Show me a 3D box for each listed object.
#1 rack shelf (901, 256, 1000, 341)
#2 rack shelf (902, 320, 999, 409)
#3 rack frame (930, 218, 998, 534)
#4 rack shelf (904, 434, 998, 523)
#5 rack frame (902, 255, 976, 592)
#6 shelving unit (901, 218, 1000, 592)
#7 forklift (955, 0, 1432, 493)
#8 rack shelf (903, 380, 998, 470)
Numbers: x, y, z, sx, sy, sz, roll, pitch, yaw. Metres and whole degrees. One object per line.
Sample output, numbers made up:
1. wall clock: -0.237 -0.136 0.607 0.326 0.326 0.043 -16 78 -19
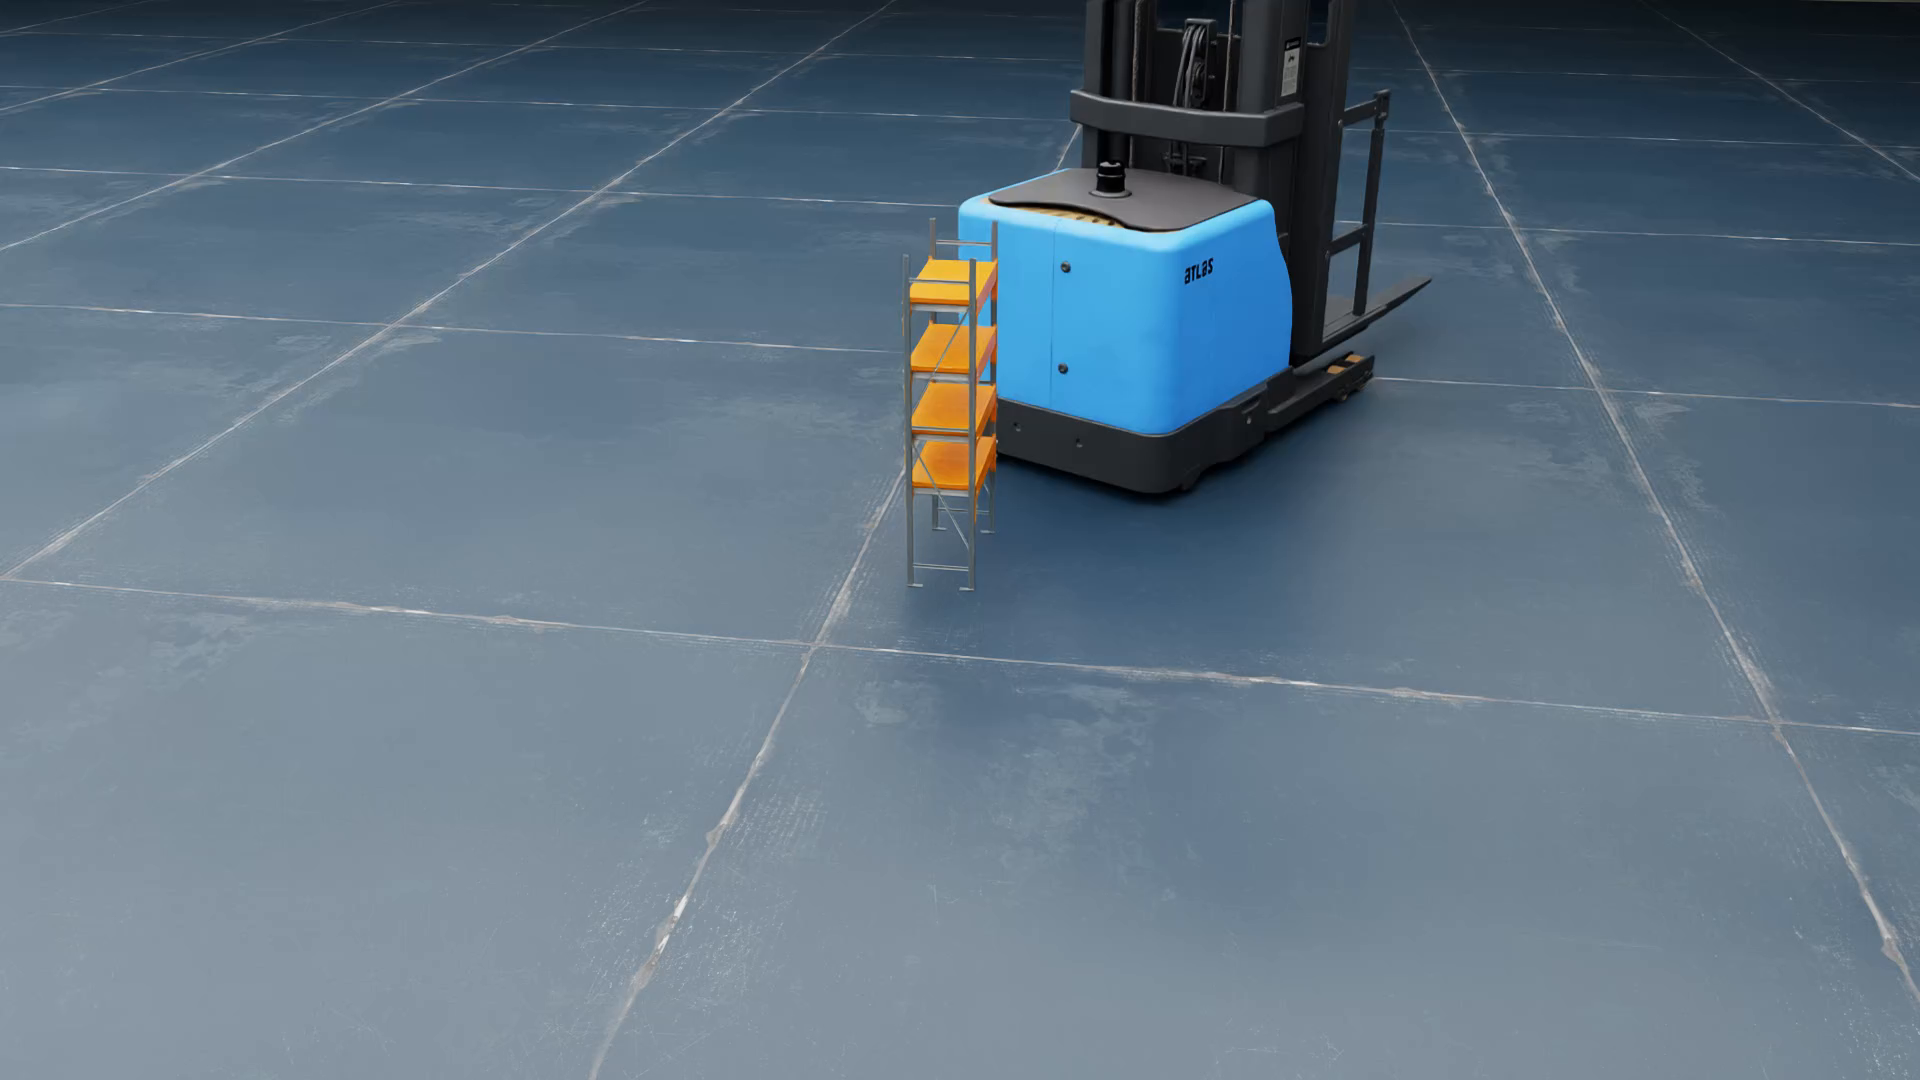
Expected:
1. rack shelf: -0.027 -0.830 5.681 0.258 0.148 0.480 4 25 9
2. rack shelf: -0.027 -0.616 5.781 0.258 0.148 0.480 4 25 9
3. rack frame: 0.013 -0.576 6.066 0.240 1.200 0.015 4 25 9
4. rack shelf: -0.027 -0.233 5.960 0.258 0.148 0.480 4 25 9
5. rack frame: -0.067 -0.372 5.630 0.240 1.200 0.015 4 25 9
6. shelving unit: -0.027 -0.474 5.848 0.258 1.200 0.503 4 25 9
7. forklift: 1.271 -2.070 7.215 1.130 2.935 3.031 18 30 33
8. rack shelf: -0.027 -0.413 5.876 0.258 0.148 0.480 4 25 9
